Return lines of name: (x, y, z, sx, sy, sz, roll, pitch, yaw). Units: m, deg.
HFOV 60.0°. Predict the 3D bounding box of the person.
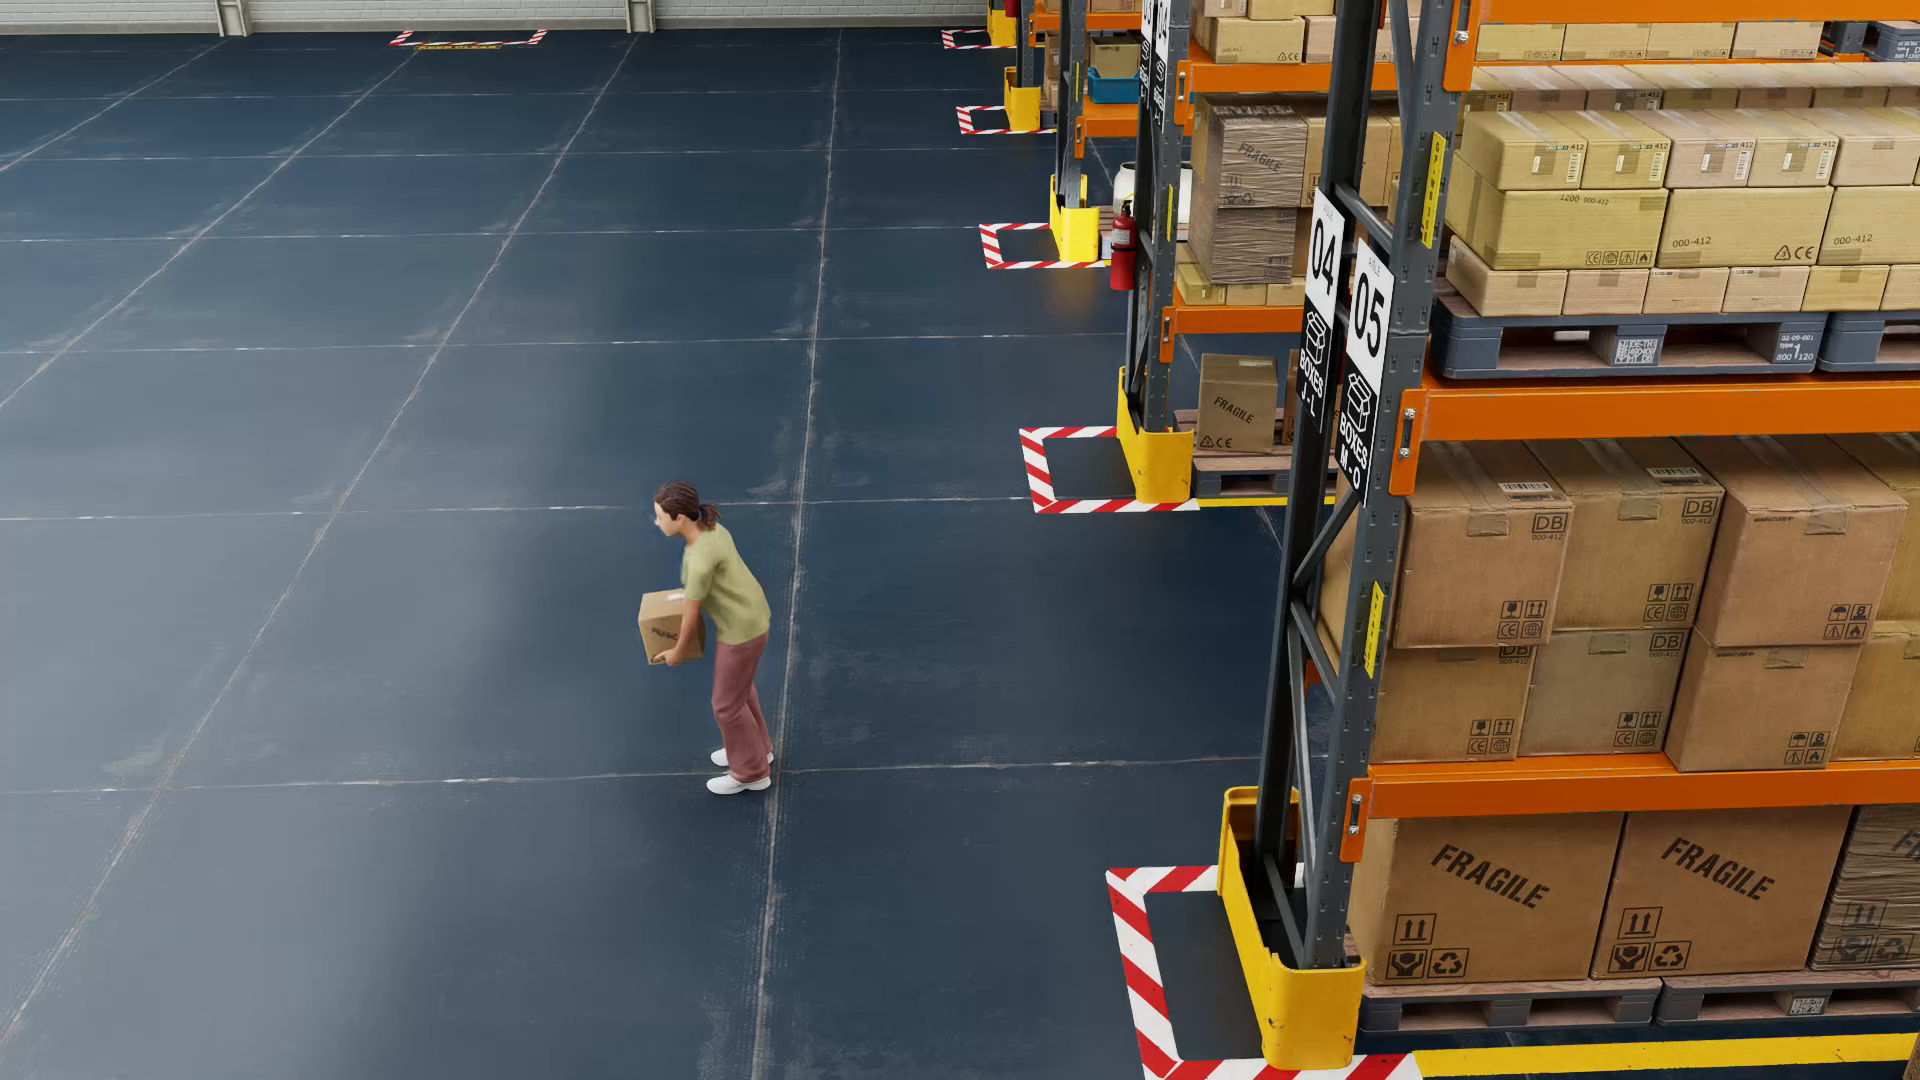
person: (-1.159, 0.451, 7.825, 0.539, 1.623, 0.404, -2, 28, -3)
